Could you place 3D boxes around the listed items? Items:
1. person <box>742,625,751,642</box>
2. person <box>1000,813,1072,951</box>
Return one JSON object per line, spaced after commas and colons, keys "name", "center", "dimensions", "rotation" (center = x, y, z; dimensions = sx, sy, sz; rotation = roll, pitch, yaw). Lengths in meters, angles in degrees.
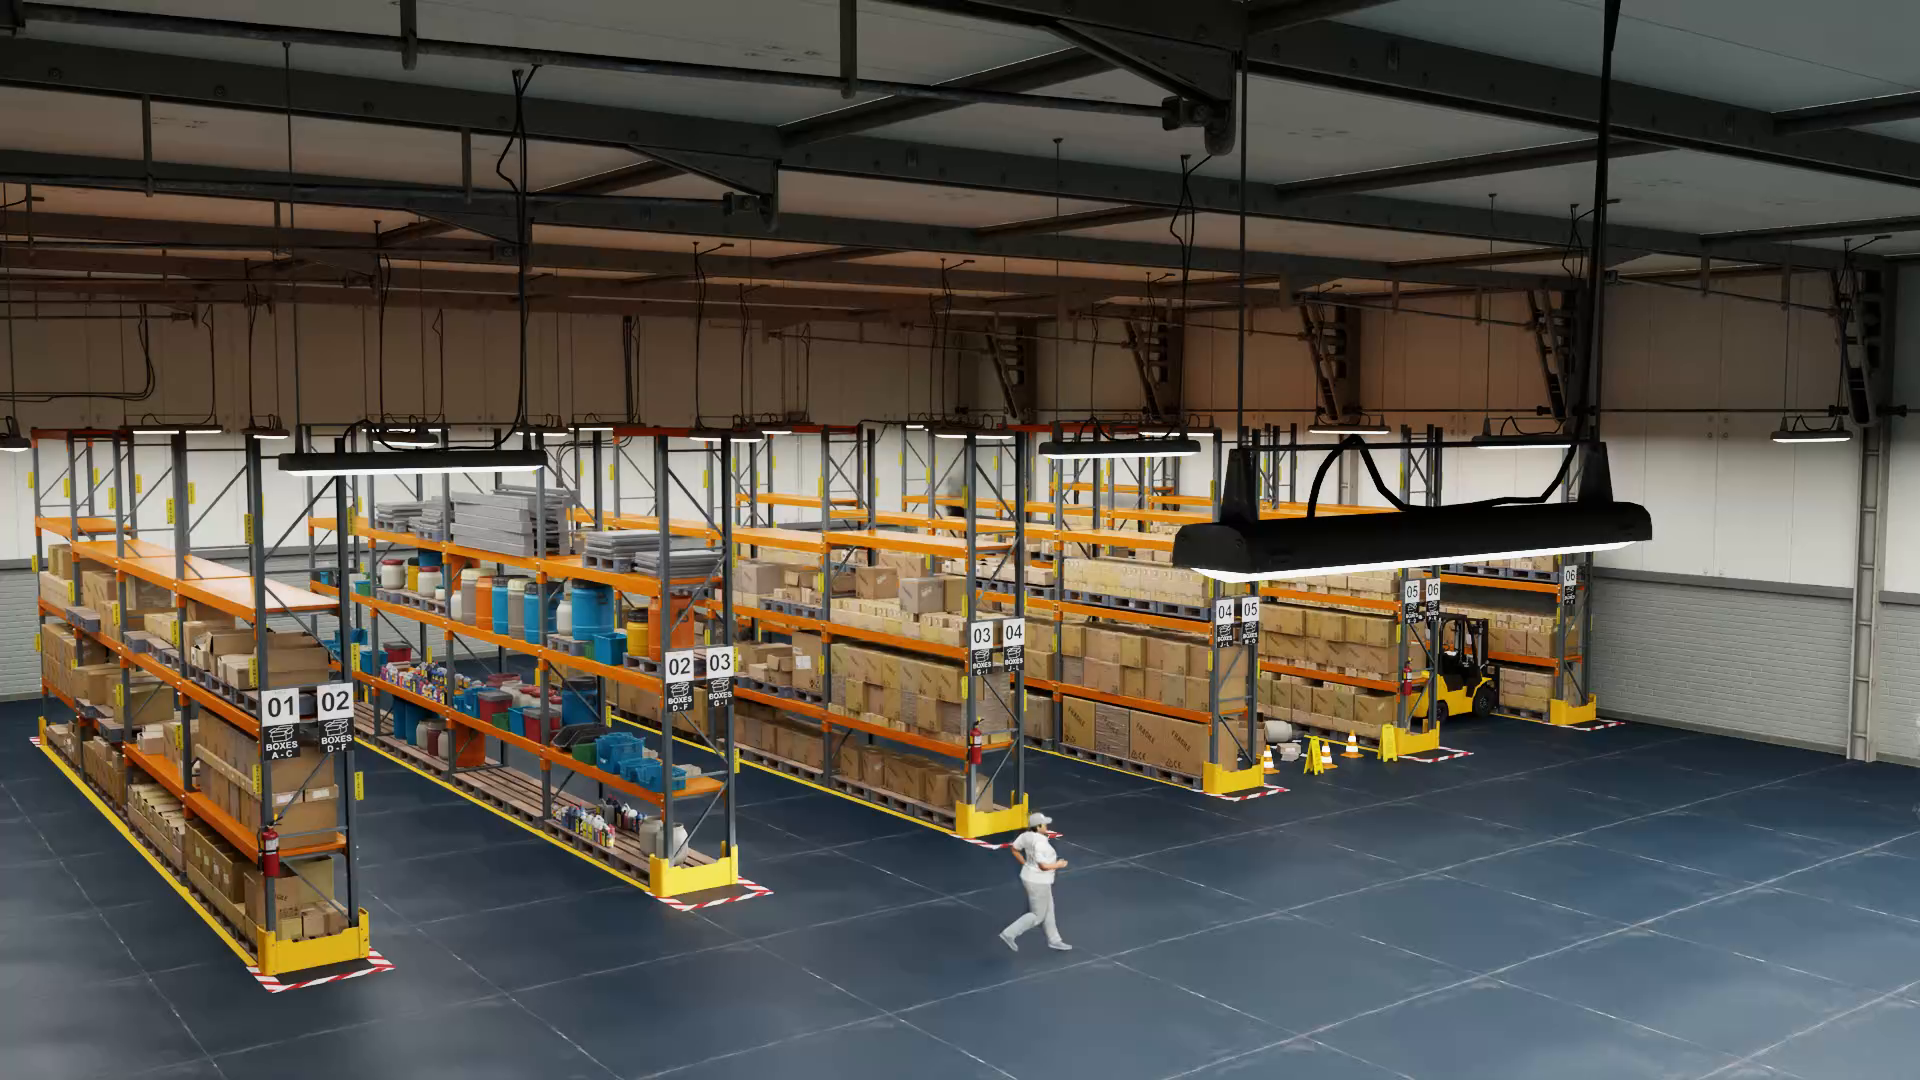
{"name": "person", "center": [-5.416, 2.241, 41.899], "dimensions": [0.813, 1.603, 0.646], "rotation": [0, 4, 3]}
{"name": "person", "center": [0.880, 3.986, 19.248], "dimensions": [0.921, 1.657, 0.609], "rotation": [-1, 5, -16]}
